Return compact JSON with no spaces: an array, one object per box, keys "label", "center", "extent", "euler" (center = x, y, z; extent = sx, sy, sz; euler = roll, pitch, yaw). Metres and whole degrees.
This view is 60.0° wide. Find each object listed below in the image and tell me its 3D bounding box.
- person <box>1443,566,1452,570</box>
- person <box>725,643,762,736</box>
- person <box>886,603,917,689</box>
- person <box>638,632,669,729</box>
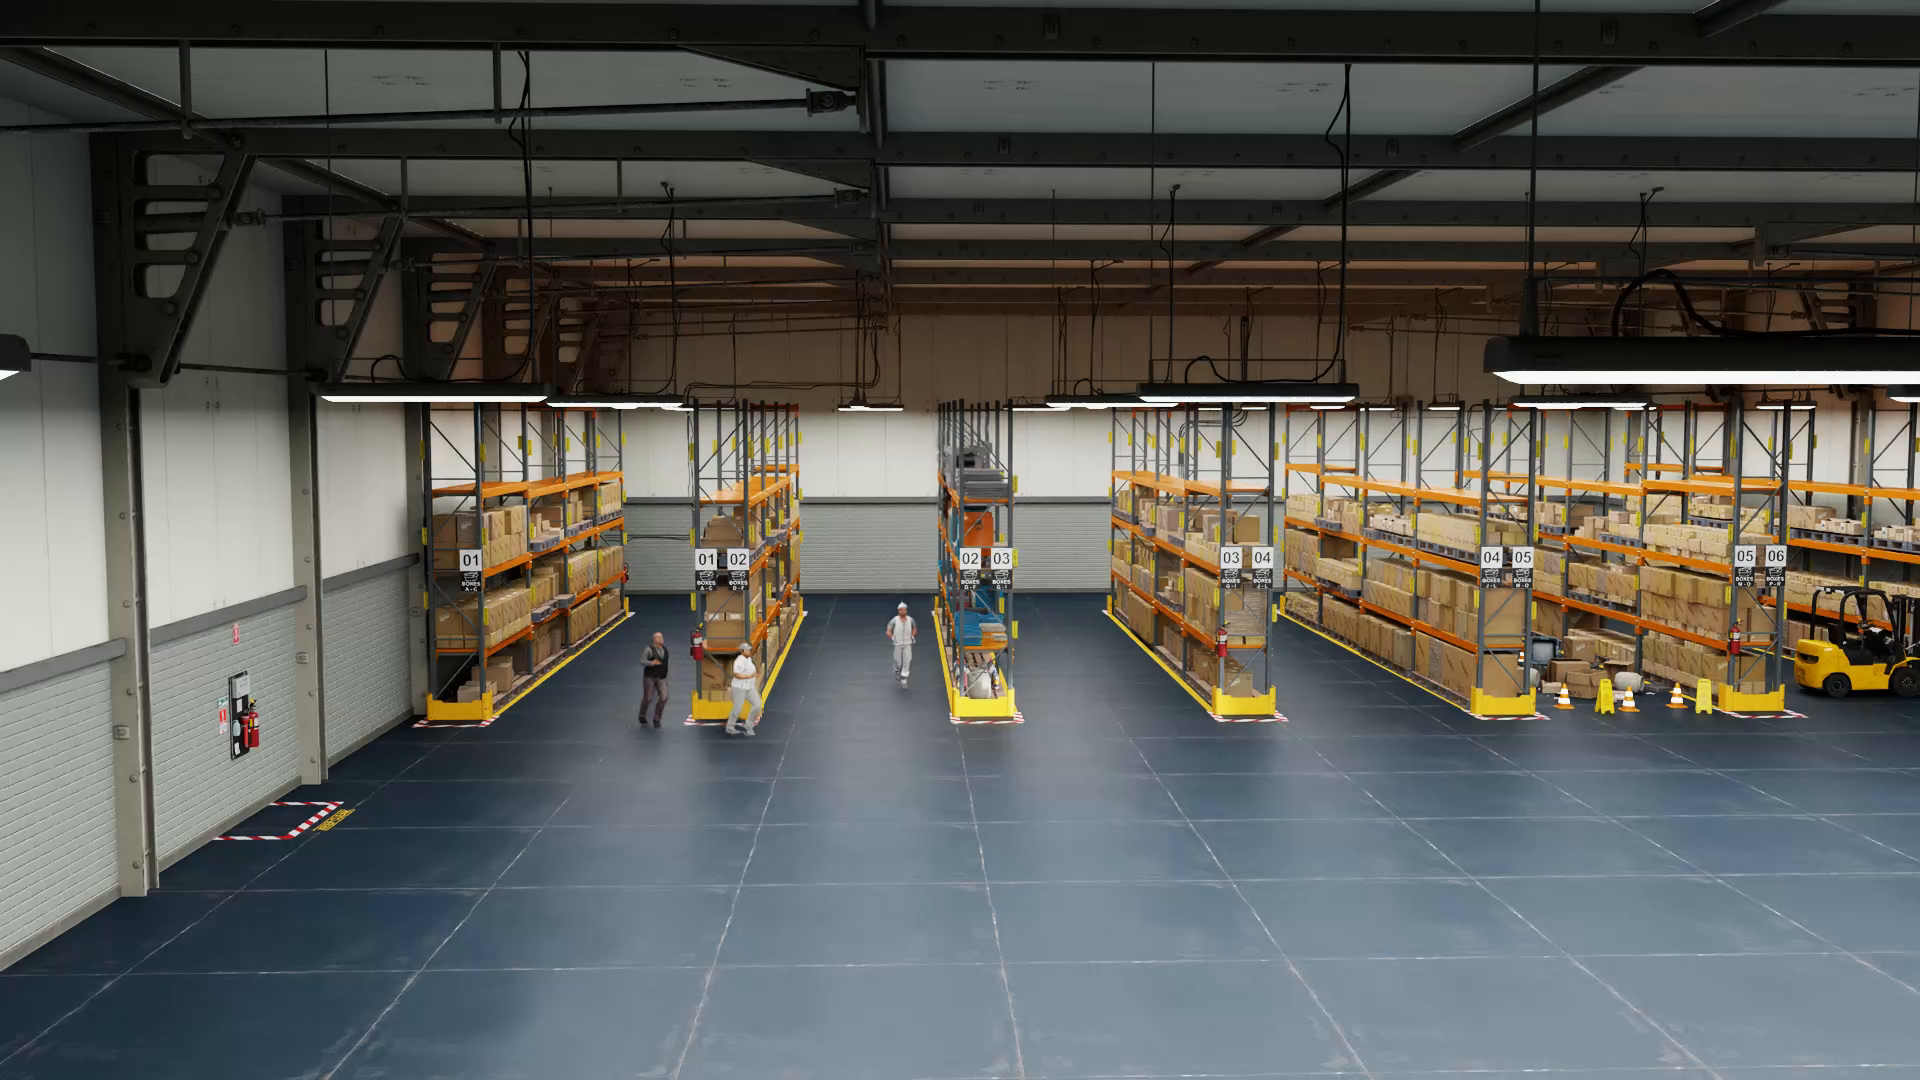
[{"label":"person","center":[14.483,1.126,49.323],"extent":[0.598,1.723,0.744],"euler":[1,4,15]},{"label":"person","center":[-3.808,2.670,29.529],"extent":[0.694,1.702,0.619],"euler":[3,5,30]},{"label":"person","center":[-1.195,2.193,34.647],"extent":[0.667,1.762,0.860],"euler":[-1,4,-13]},{"label":"person","center":[-5.549,2.573,30.416],"extent":[0.657,1.779,0.740],"euler":[-3,5,-33]}]
